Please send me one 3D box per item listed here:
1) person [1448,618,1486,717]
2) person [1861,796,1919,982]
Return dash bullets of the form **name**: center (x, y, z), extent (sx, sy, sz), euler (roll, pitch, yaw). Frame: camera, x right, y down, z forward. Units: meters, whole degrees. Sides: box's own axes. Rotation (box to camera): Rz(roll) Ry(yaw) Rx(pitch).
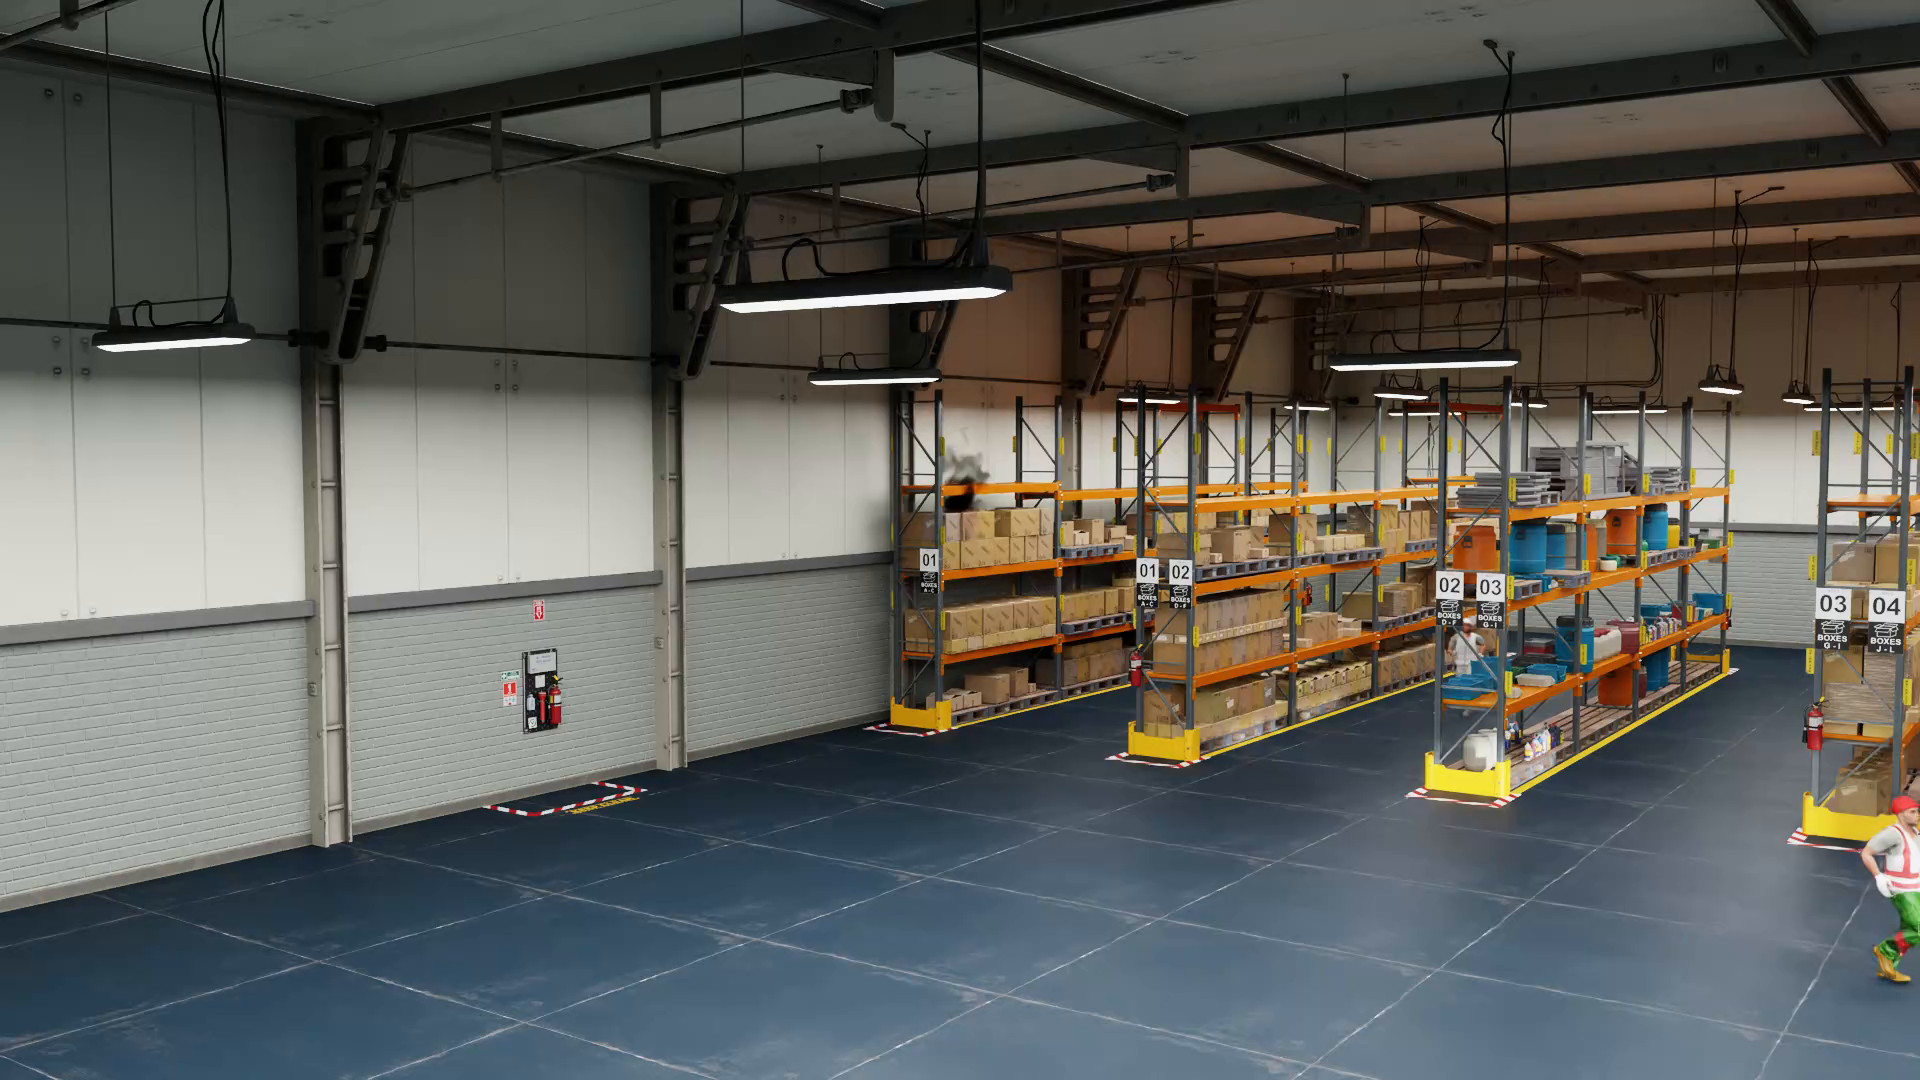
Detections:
- **person**: center (9.410, 2.345, 30.944), extent (0.656, 1.786, 0.987), euler (1, 3, 23)
- **person**: center (8.800, 3.250, 15.399), extent (0.650, 1.742, 0.607), euler (-2, 4, -32)
